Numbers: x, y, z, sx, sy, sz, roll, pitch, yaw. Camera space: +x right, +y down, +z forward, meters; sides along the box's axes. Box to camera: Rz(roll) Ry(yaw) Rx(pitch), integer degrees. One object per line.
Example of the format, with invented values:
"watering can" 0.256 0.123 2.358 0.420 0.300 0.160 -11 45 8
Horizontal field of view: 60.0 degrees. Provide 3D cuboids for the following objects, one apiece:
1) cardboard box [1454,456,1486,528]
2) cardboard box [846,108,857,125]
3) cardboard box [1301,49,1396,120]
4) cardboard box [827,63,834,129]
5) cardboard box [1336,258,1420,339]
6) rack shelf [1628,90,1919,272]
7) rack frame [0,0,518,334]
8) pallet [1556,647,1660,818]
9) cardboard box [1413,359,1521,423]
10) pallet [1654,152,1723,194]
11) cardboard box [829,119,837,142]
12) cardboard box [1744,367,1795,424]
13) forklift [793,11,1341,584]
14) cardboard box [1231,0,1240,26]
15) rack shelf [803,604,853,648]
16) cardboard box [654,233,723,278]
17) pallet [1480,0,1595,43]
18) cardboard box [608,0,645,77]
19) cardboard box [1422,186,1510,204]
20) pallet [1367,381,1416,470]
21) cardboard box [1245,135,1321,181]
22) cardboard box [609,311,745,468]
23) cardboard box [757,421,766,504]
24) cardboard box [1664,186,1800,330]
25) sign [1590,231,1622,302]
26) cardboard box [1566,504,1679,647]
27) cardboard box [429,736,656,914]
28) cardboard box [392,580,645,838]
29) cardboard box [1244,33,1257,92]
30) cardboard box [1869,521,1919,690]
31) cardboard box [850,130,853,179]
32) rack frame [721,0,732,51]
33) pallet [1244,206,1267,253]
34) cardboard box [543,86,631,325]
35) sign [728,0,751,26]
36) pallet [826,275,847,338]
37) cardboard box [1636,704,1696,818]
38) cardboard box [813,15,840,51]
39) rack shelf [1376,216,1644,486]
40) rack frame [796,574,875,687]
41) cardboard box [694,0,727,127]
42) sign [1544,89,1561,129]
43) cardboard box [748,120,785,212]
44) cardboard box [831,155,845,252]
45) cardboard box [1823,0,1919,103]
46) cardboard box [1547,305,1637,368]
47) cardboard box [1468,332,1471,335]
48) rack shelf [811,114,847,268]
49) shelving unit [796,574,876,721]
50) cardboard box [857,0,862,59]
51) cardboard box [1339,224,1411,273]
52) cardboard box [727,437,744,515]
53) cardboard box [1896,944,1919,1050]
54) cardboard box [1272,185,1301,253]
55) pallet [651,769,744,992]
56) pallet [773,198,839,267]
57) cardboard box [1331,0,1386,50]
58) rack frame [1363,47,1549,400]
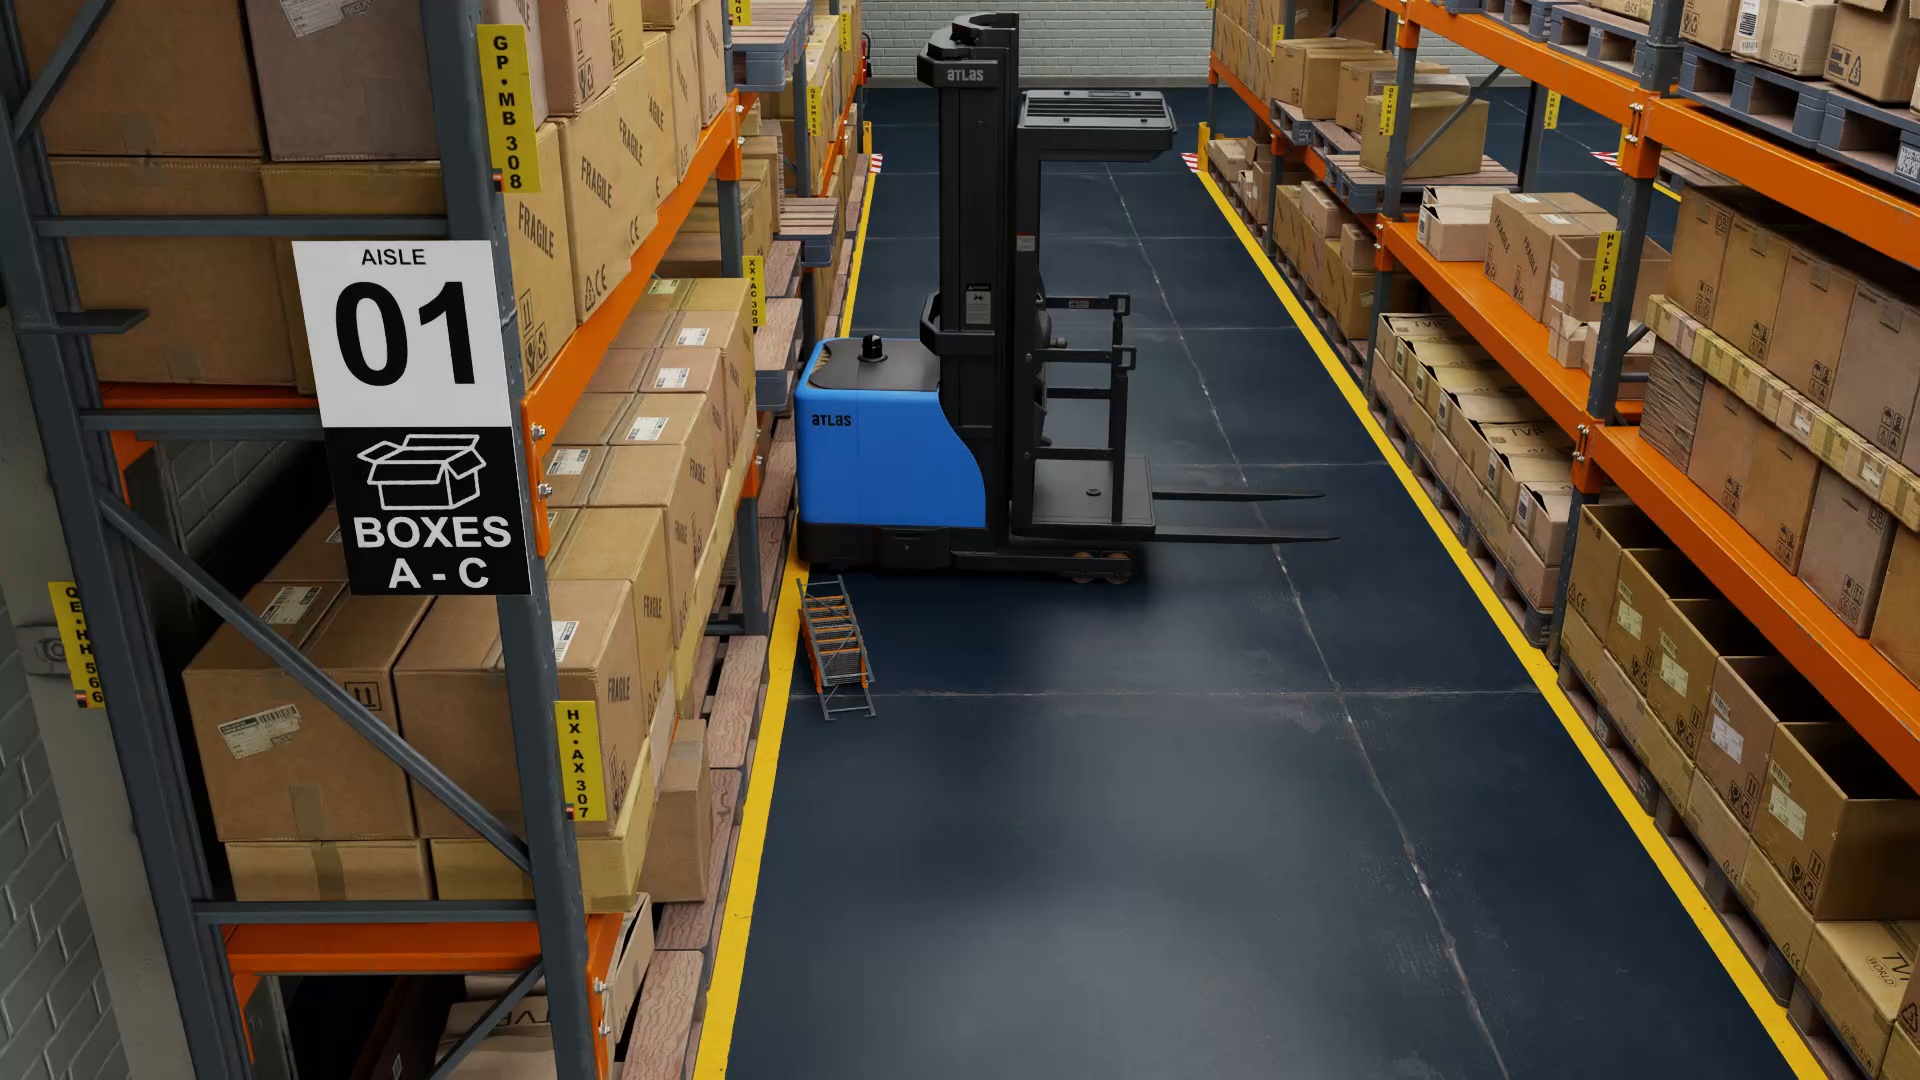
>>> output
"cardboard box" 3.169 -0.281 9.559 0.500 0.250 0.500 0 24 1
"cardboard box" -1.316 -4.577 17.967 0.380 0.149 0.250 0 24 1
"cardboard box" 3.238 -3.808 13.899 0.700 0.500 0.500 4 25 8
"cardboard box" -1.298 -3.611 13.586 0.500 0.500 0.500 0 24 0
"cardboard box" 3.184 -1.848 12.696 0.500 0.500 0.500 1 24 2
"rack shelf" 3.495 -0.969 5.485 1.077 0.370 4.000 0 24 -1
"rack frame" -1.437 -1.815 2.844 1.000 3.000 0.127 0 24 -1
"pallet" 3.440 0.844 7.627 1.003 0.211 1.213 0 24 -1
"cardboard box" 3.159 -0.952 10.363 0.500 0.311 0.500 -1 24 -2
"pallet" 8.265 -4.109 18.579 1.003 0.211 1.213 0 24 -1
"cardboard box" -1.235 -3.464 14.049 0.380 0.149 0.250 0 24 -1
"cardboard box" 3.295 -0.562 6.445 0.380 0.149 0.250 -1 24 -2
"forklift" 0.624 -1.320 9.111 3.031 2.935 1.130 1 24 3
"cardboard box" 3.097 -5.594 17.144 0.500 0.500 0.500 0 24 0
"rack shelf" -0.675 0.441 8.539 0.258 0.180 0.103 -5 24 -10
"cardboard box" -1.452 -1.186 8.077 0.700 0.500 0.500 0 24 0
"pallet" 3.541 -2.943 9.206 1.003 0.211 1.213 1 24 2
"cardboard box" -1.170 -1.537 4.509 0.500 0.500 0.500 0 24 1
"cardboard box" 3.390 -2.211 11.108 0.500 0.311 0.500 1 24 3
"pallet" 3.399 -0.792 11.246 1.003 0.211 1.213 0 24 -1
"cardboard box" 3.360 -3.888 17.201 0.797 0.503 0.637 0 24 -1
"cardboard box" -1.155 -0.614 6.714 0.500 0.500 0.500 0 24 -1
"cardboard box" -1.526 -0.518 9.755 0.700 0.500 0.500 0 24 0
"cardboard box" 3.484 -1.208 7.085 0.700 0.500 0.500 0 24 0
"sign" 2.931 -1.239 7.540 0.100 0.325 0.005 0 24 -1
"cardboard box" 3.165 0.158 7.677 0.500 0.500 0.500 0 24 -1
"cardboard box" -1.125 0.775 4.555 0.500 0.250 0.500 -1 24 -2
"cardboard box" -1.141 0.438 4.390 0.500 0.500 0.500 0 24 0
"cardboard box" 3.109 -4.725 16.436 0.500 0.500 0.500 0 24 1
"cardboard box" 3.514 0.235 5.468 0.700 0.500 0.500 0 24 0
"cardboard box" -1.492 -4.026 17.535 0.700 0.500 0.500 -1 24 -2
"rack frame" -1.480 -3.464 6.488 1.000 3.000 0.127 0 24 -1
"pallet" 3.379 -3.063 16.266 1.003 0.211 1.213 0 24 -1
"cardboard box" -1.161 -0.864 4.234 0.500 0.500 0.500 1 24 3
"sign" -0.938 -2.338 7.012 0.100 0.325 0.005 0 24 -1
"pallet" -1.468 -1.935 13.771 1.003 0.211 1.213 0 24 -1
"cardboard box" 3.176 0.912 6.920 0.500 0.250 0.500 0 24 -1
"cardboard box" -1.307 -4.367 14.350 0.500 0.250 0.500 0 24 1
"rack shelf" 3.451 -1.250 9.747 1.077 0.370 4.000 0 24 -1
"rack frame" -0.636 0.436 8.327 0.240 0.006 1.200 -5 24 -10
"cardboard box" -1.228 -1.943 6.622 0.500 0.500 0.500 0 24 1
"sign" 3.984 -2.934 11.191 0.100 0.325 0.005 0 24 -1
"cardboard box" -1.509 -2.431 10.829 0.700 0.500 0.500 -3 25 -7
"cardboard box" -1.431 -2.971 14.779 0.750 0.750 0.750 0 24 0
"cardboard box" 3.365 -1.744 5.521 0.797 0.503 0.637 2 24 5
"cardboard box" 3.280 -1.054 8.604 0.396 0.266 0.258 -1 24 -2
"cardboard box" 3.681 -1.381 11.311 0.500 0.311 0.500 0 24 1
"rack shelf" -1.546 -2.875 13.339 1.077 0.370 4.000 0 24 -1
"shelving unit" -0.636 0.519 8.364 0.258 0.189 1.200 -5 24 -10
"cardboard box" -1.596 -5.601 18.131 0.980 0.700 0.700 1 24 2
"cardboard box" 3.180 -2.213 12.592 0.500 0.250 0.500 1 24 1
"cardboard box" -1.175 -0.272 6.869 0.500 0.250 0.500 0 24 0
"cardboard box" 3.213 1.394 4.944 0.500 0.500 0.500 0 24 -1
"cardboard box" 3.147 -2.912 15.047 0.500 0.500 0.500 -1 24 -3
"pallet" -1.421 1.321 6.573 1.003 0.211 1.213 0 24 -1
"pallet" -1.410 -1.998 10.760 1.213 0.211 1.003 0 24 -1
"cardboard box" 3.662 -4.747 15.271 0.500 0.500 0.500 0 24 1
"rack frame" 3.429 -2.402 11.421 1.000 3.000 0.127 0 24 -1
